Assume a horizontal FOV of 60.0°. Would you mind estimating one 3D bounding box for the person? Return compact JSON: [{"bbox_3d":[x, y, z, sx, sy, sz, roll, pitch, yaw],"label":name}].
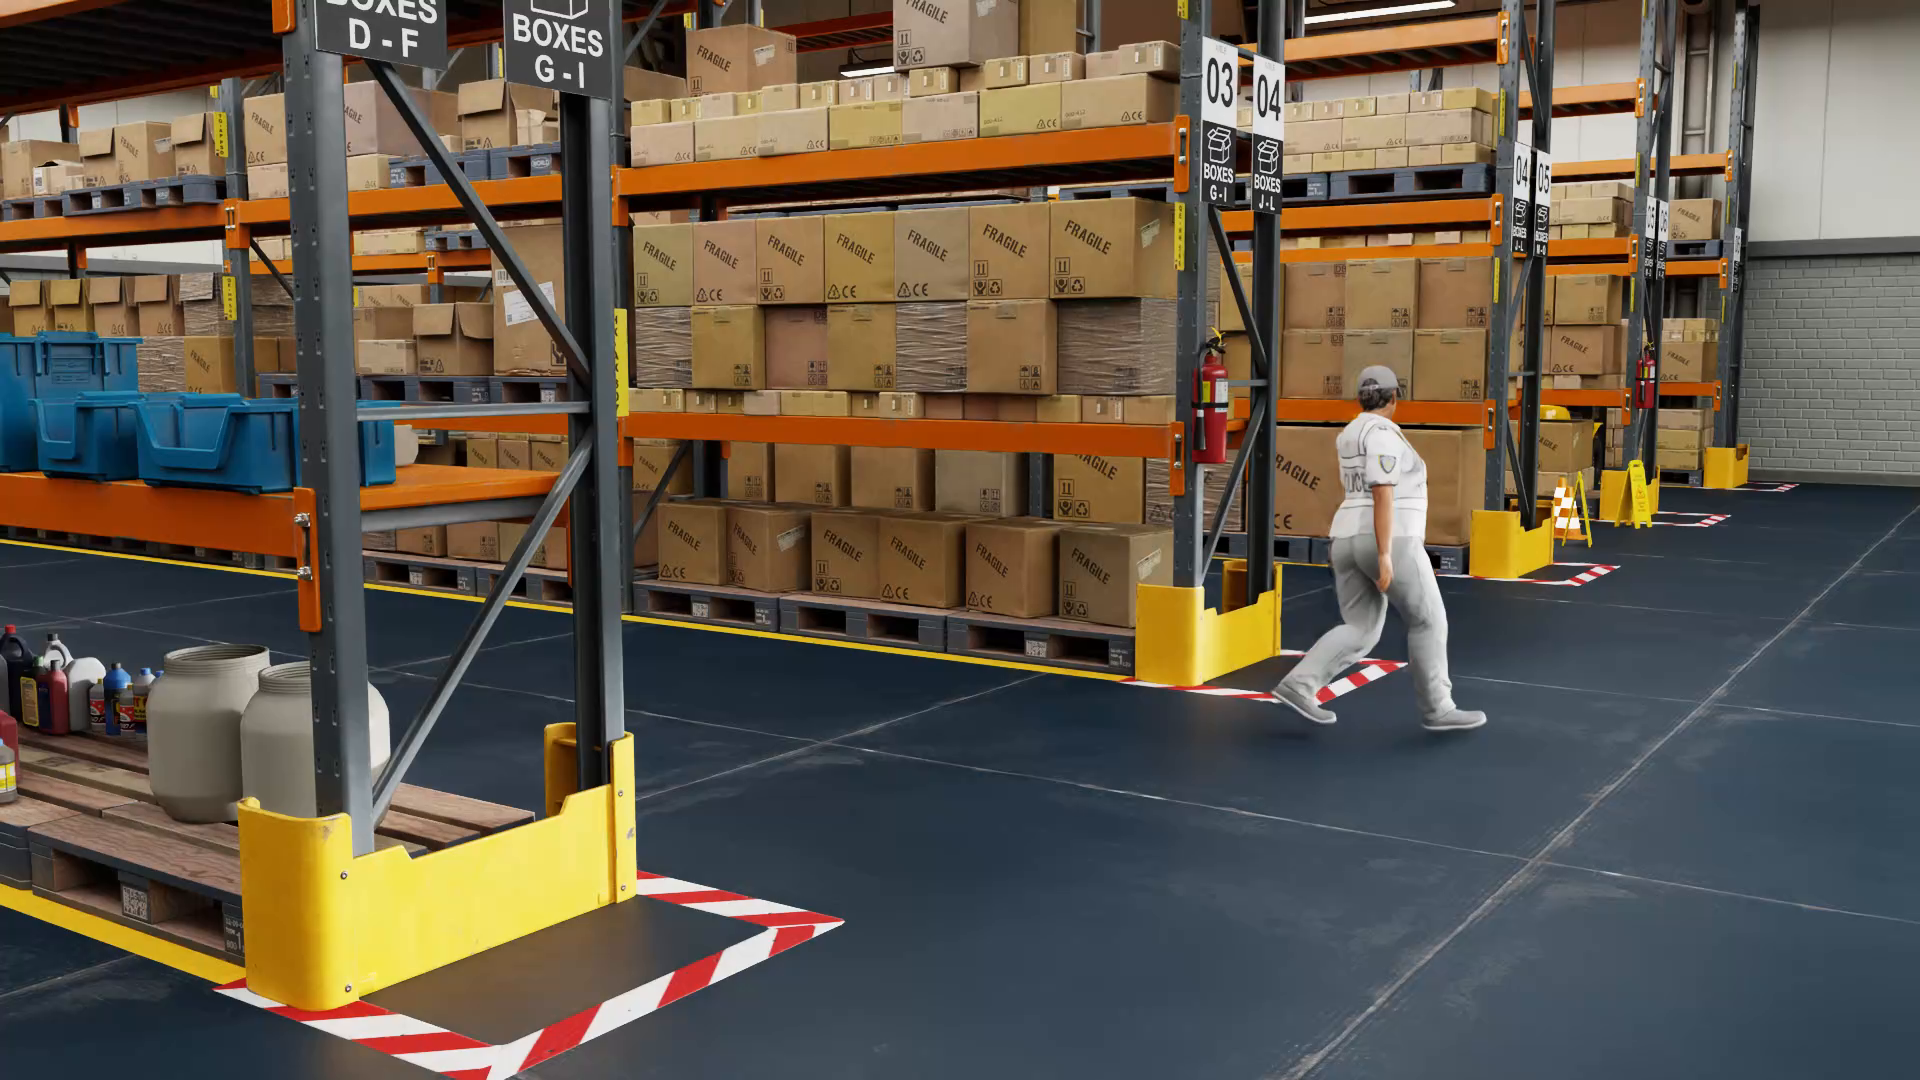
[{"bbox_3d":[1.838,0.030,7.315,0.904,1.593,0.564,-2,7,-16],"label":"person"}]
